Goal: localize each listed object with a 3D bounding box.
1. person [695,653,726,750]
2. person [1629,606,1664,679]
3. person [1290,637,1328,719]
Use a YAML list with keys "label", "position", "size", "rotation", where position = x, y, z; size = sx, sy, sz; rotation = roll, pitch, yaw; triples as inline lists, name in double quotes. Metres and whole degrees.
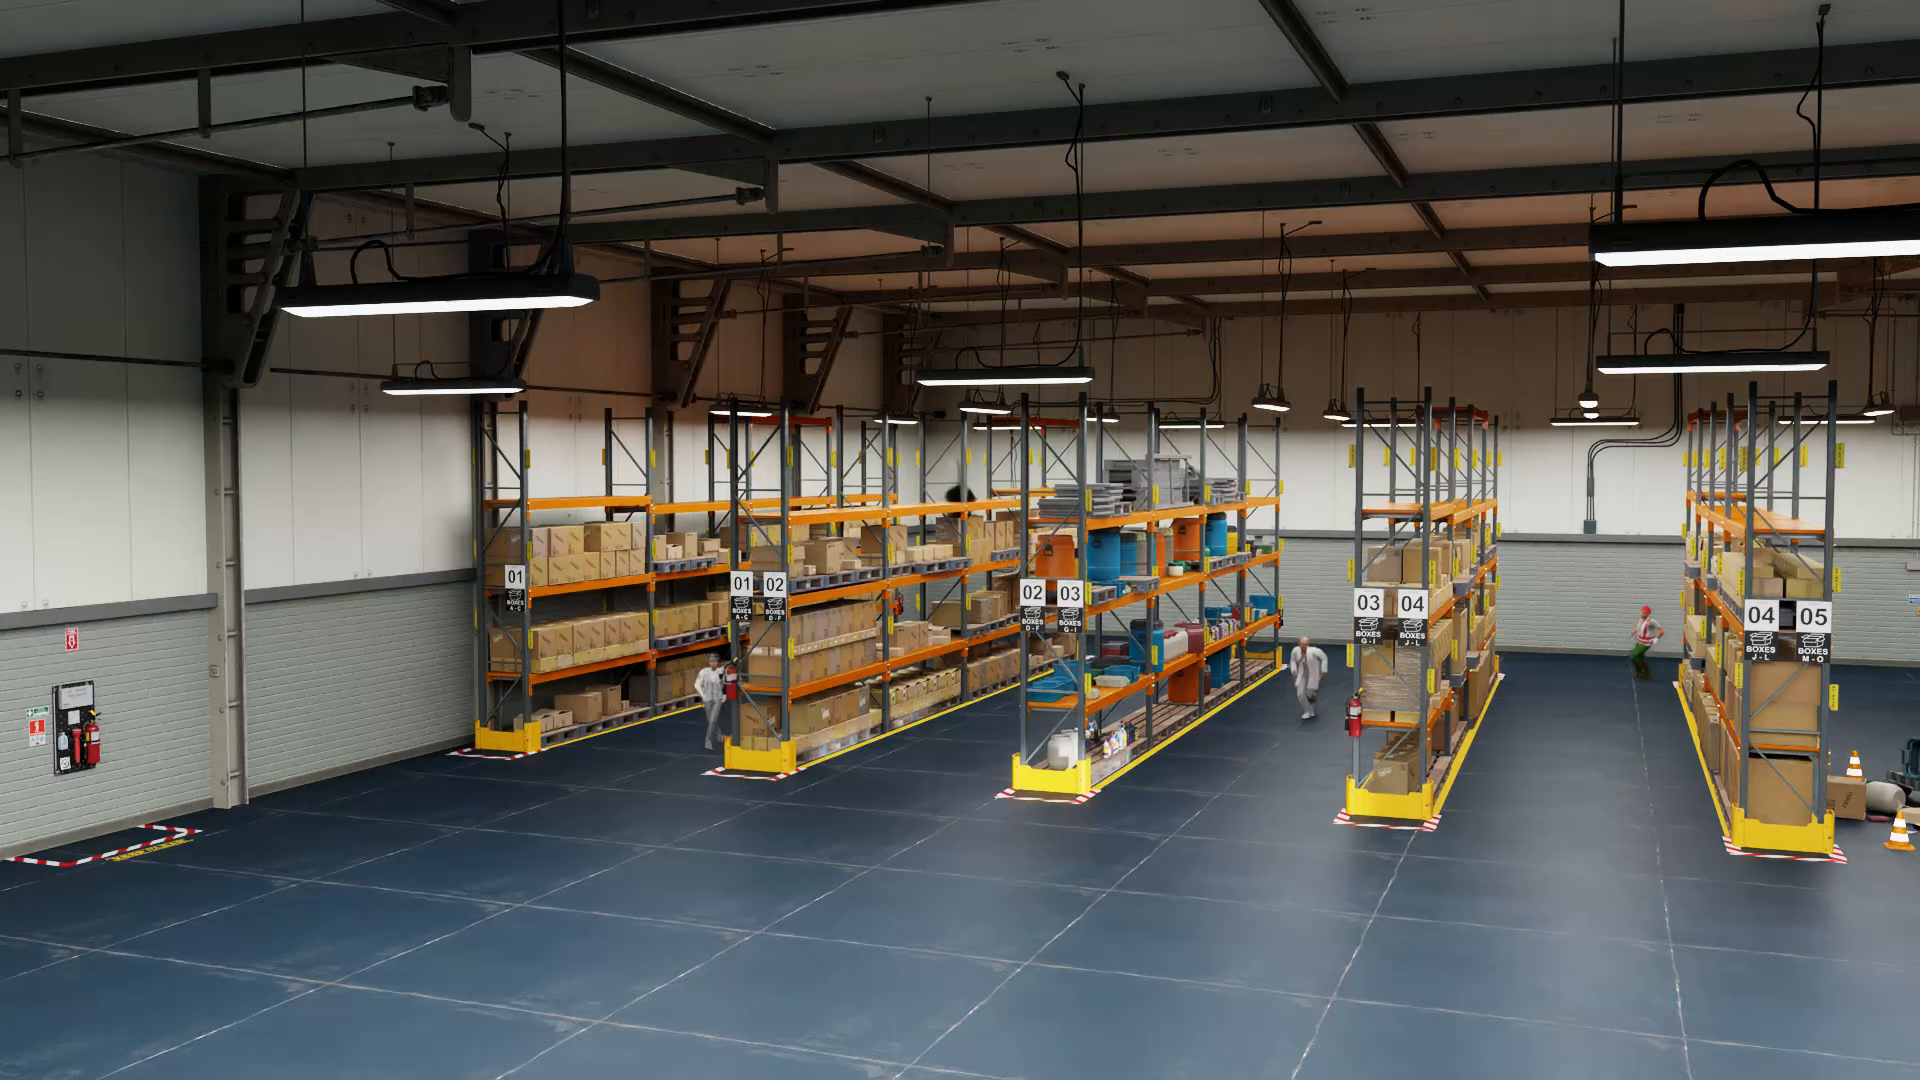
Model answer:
- label: "person"
  position: [-4.289, 2.772, 28.927]
  size: [0.612, 1.657, 0.684]
  rotation: [0, 3, -1]
- label: "person"
  position: [15.456, 2.329, 37.577]
  size: [0.678, 1.707, 0.786]
  rotation: [0, 3, -8]
- label: "person"
  position: [6.739, 2.642, 32.049]
  size: [0.728, 1.607, 0.916]
  rotation: [1, 3, 26]
